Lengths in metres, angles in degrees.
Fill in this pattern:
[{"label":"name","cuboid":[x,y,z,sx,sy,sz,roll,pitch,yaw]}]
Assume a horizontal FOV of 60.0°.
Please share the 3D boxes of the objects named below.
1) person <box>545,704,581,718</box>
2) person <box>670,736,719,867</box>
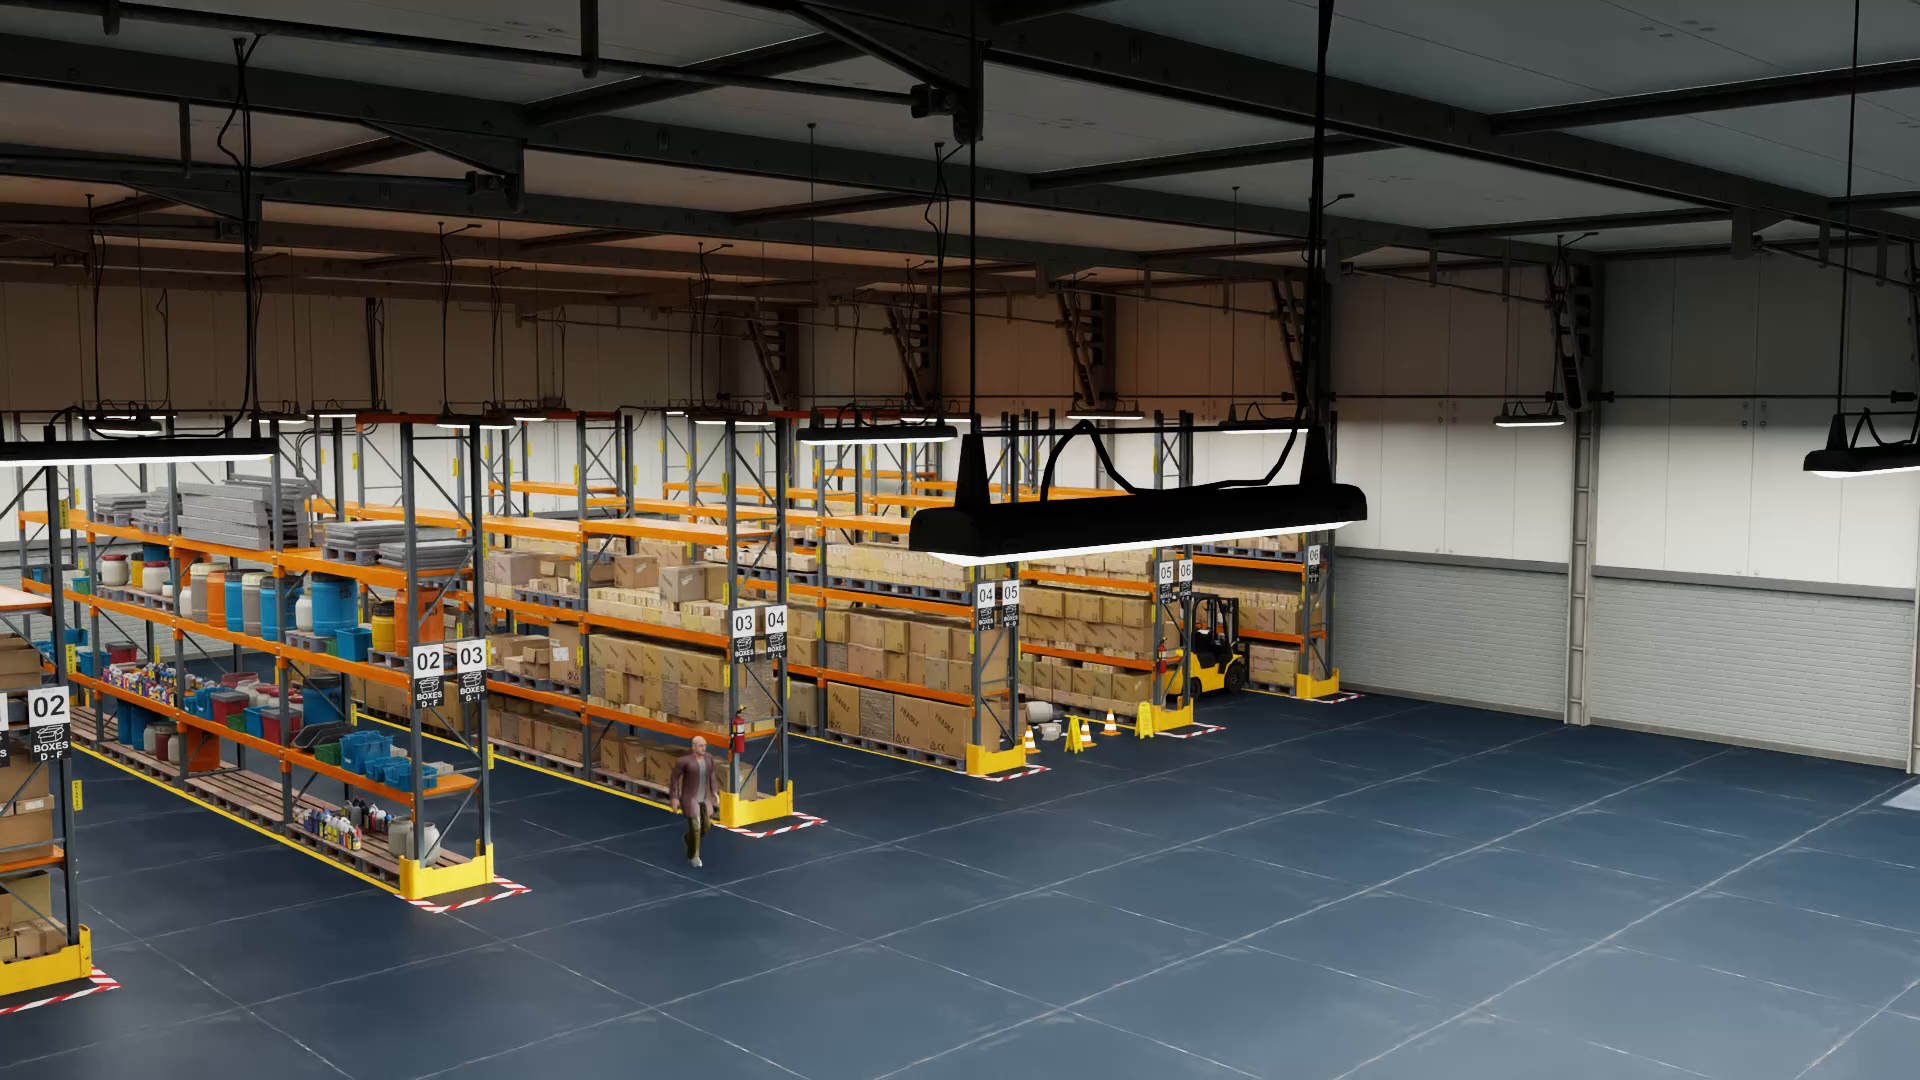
[{"label":"person","cuboid":[-7.700,2.654,32.561,1.017,1.681,0.505,4,6,36]},{"label":"person","cuboid":[-3.673,3.512,22.595,0.687,1.759,0.680,5,7,43]}]
